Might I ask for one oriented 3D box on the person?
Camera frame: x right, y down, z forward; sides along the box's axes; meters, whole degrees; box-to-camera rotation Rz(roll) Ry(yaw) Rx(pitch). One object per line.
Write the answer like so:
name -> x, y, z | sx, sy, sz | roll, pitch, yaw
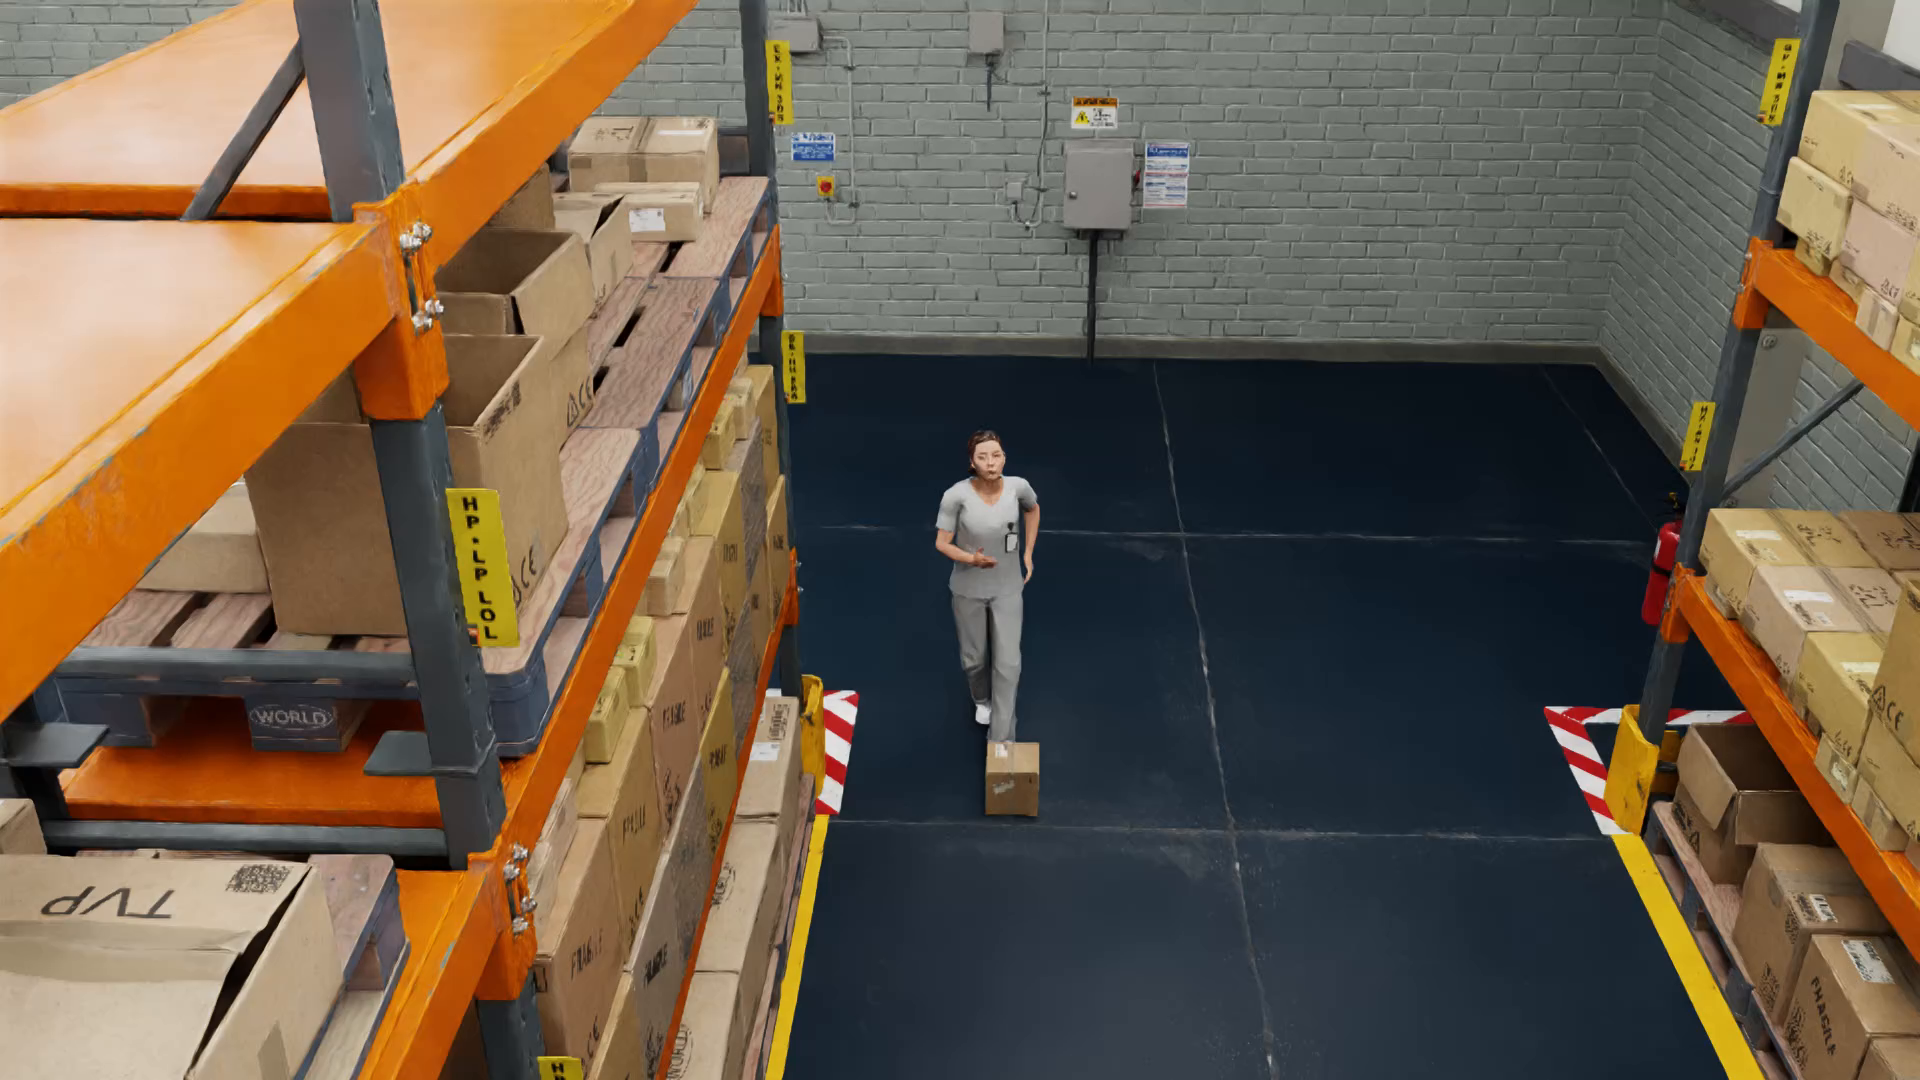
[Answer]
person -> 0.146, 0.305, 8.084 | 0.527, 1.660, 0.792 | -1, 28, -1
